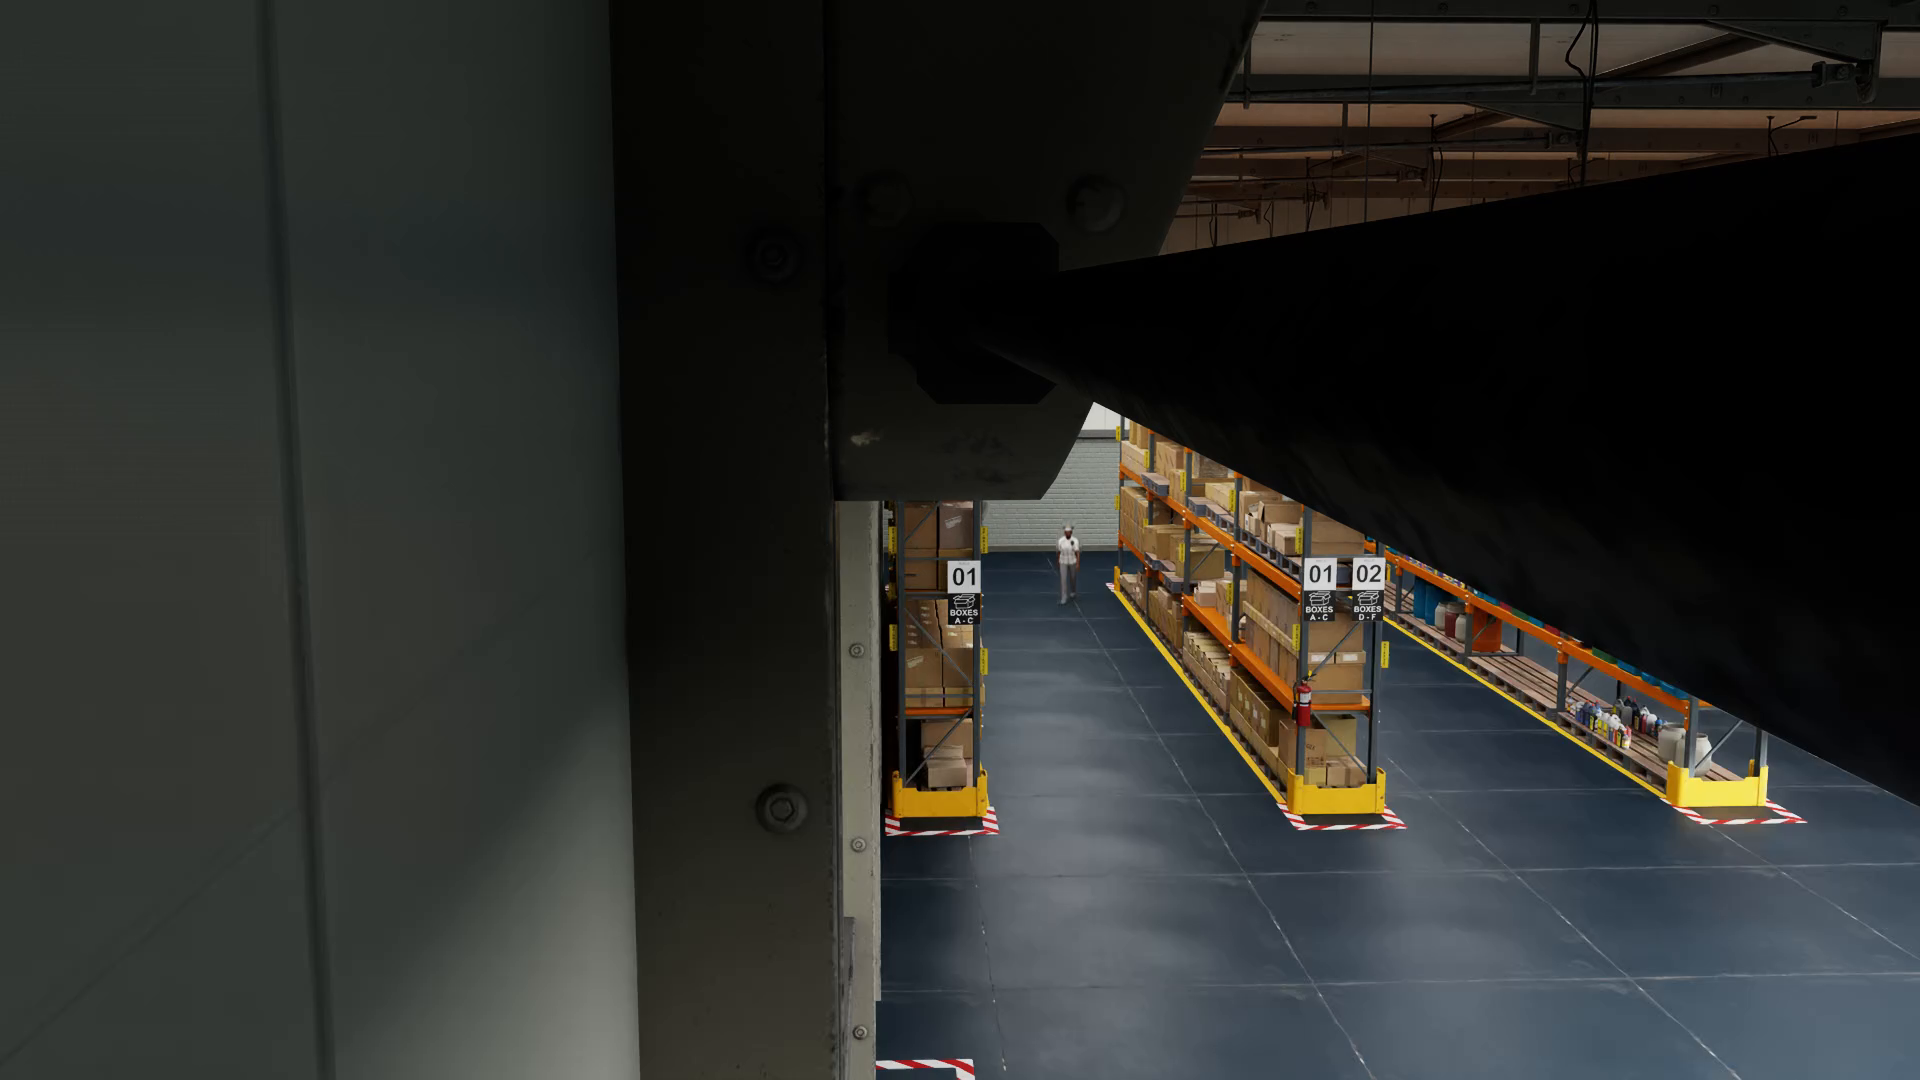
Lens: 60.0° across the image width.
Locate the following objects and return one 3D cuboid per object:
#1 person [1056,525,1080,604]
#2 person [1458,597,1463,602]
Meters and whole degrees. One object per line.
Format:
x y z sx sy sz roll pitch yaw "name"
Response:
2.270 0.486 34.990 0.507 1.637 1.026 1 8 6 "person"
10.369 0.711 33.671 0.477 1.546 0.830 -2 8 -11 "person"
